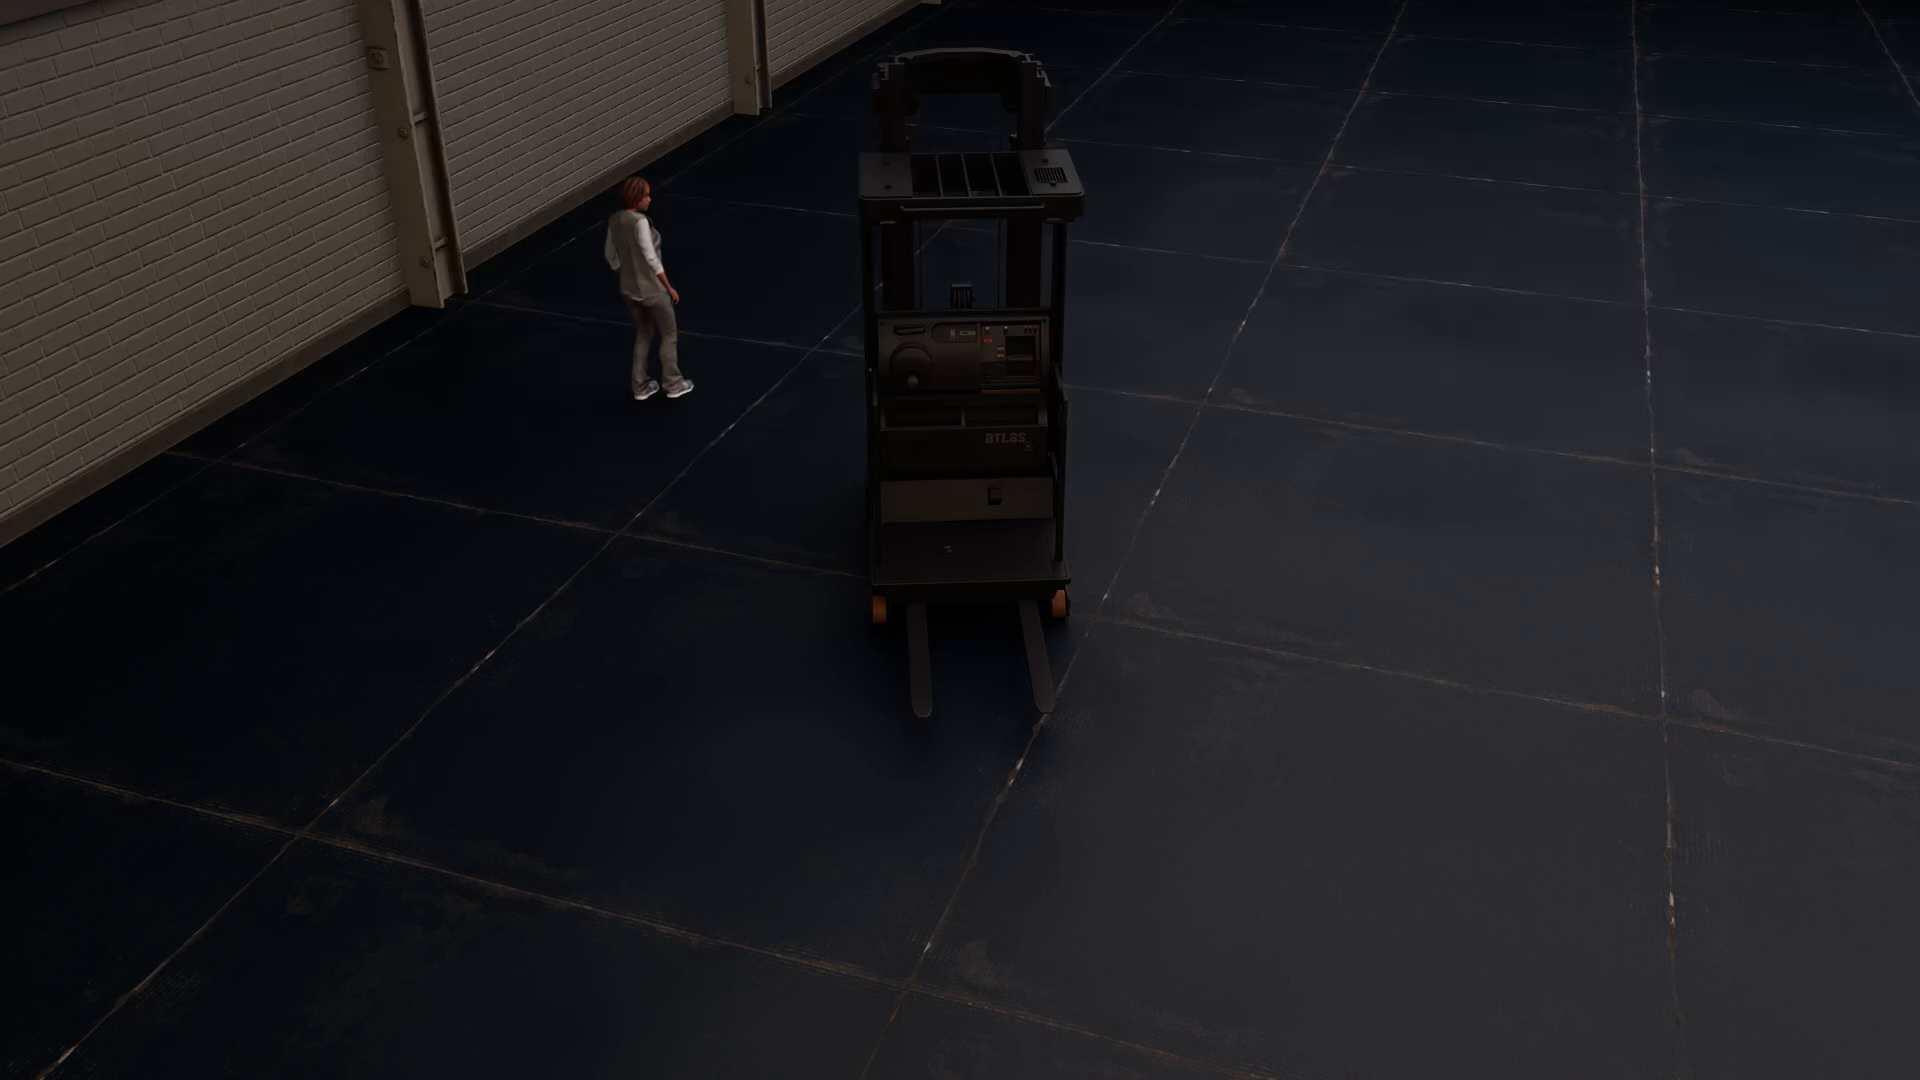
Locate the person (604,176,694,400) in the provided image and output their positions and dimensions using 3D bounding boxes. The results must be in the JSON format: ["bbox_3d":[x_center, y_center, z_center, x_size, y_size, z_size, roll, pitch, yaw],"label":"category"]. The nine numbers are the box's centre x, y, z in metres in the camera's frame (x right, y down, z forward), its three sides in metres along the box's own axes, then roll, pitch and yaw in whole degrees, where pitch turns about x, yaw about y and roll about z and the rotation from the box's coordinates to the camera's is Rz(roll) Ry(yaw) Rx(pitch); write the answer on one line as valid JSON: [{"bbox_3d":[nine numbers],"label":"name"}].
[{"bbox_3d":[-2.161,-1.744,11.558,0.607,1.587,0.440,19,35,29],"label":"person"}]

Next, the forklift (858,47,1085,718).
[{"bbox_3d":[0.035,-0.972,8.842,1.130,2.935,3.031,-2,30,-3],"label":"forklift"}]
